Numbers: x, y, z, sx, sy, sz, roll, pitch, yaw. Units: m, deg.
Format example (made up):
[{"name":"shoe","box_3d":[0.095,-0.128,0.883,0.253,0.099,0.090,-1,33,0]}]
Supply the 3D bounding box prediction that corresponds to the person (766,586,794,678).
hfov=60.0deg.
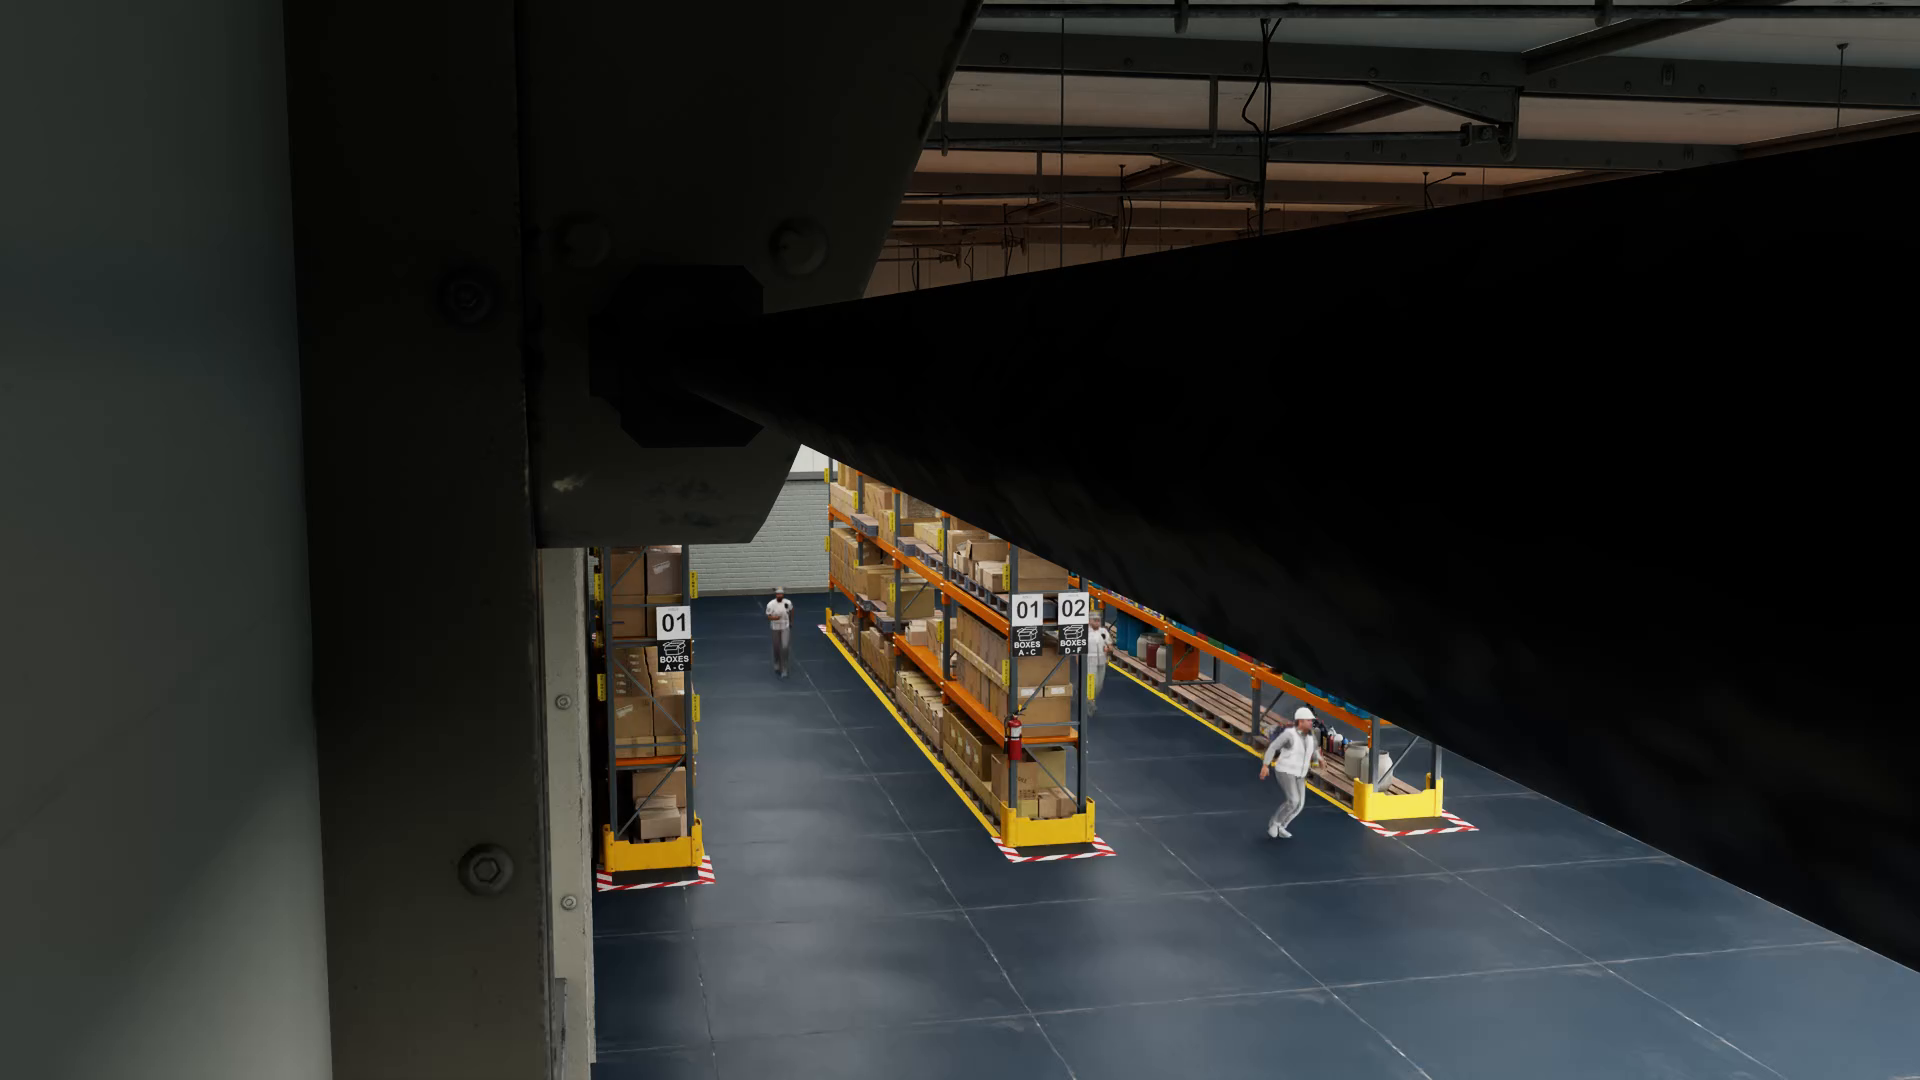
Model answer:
[{"name":"person","box_3d":[-3.431,1.731,31.723,0.533,1.750,0.848,-1,7,-6]}]

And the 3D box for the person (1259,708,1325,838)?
[{"name":"person","box_3d":[4.321,2.989,21.286,0.851,1.672,0.613,-6,9,-39]}]

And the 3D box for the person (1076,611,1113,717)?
[{"name":"person","box_3d":[2.297,2.112,28.252,0.629,1.821,0.716,-3,7,-22]}]
